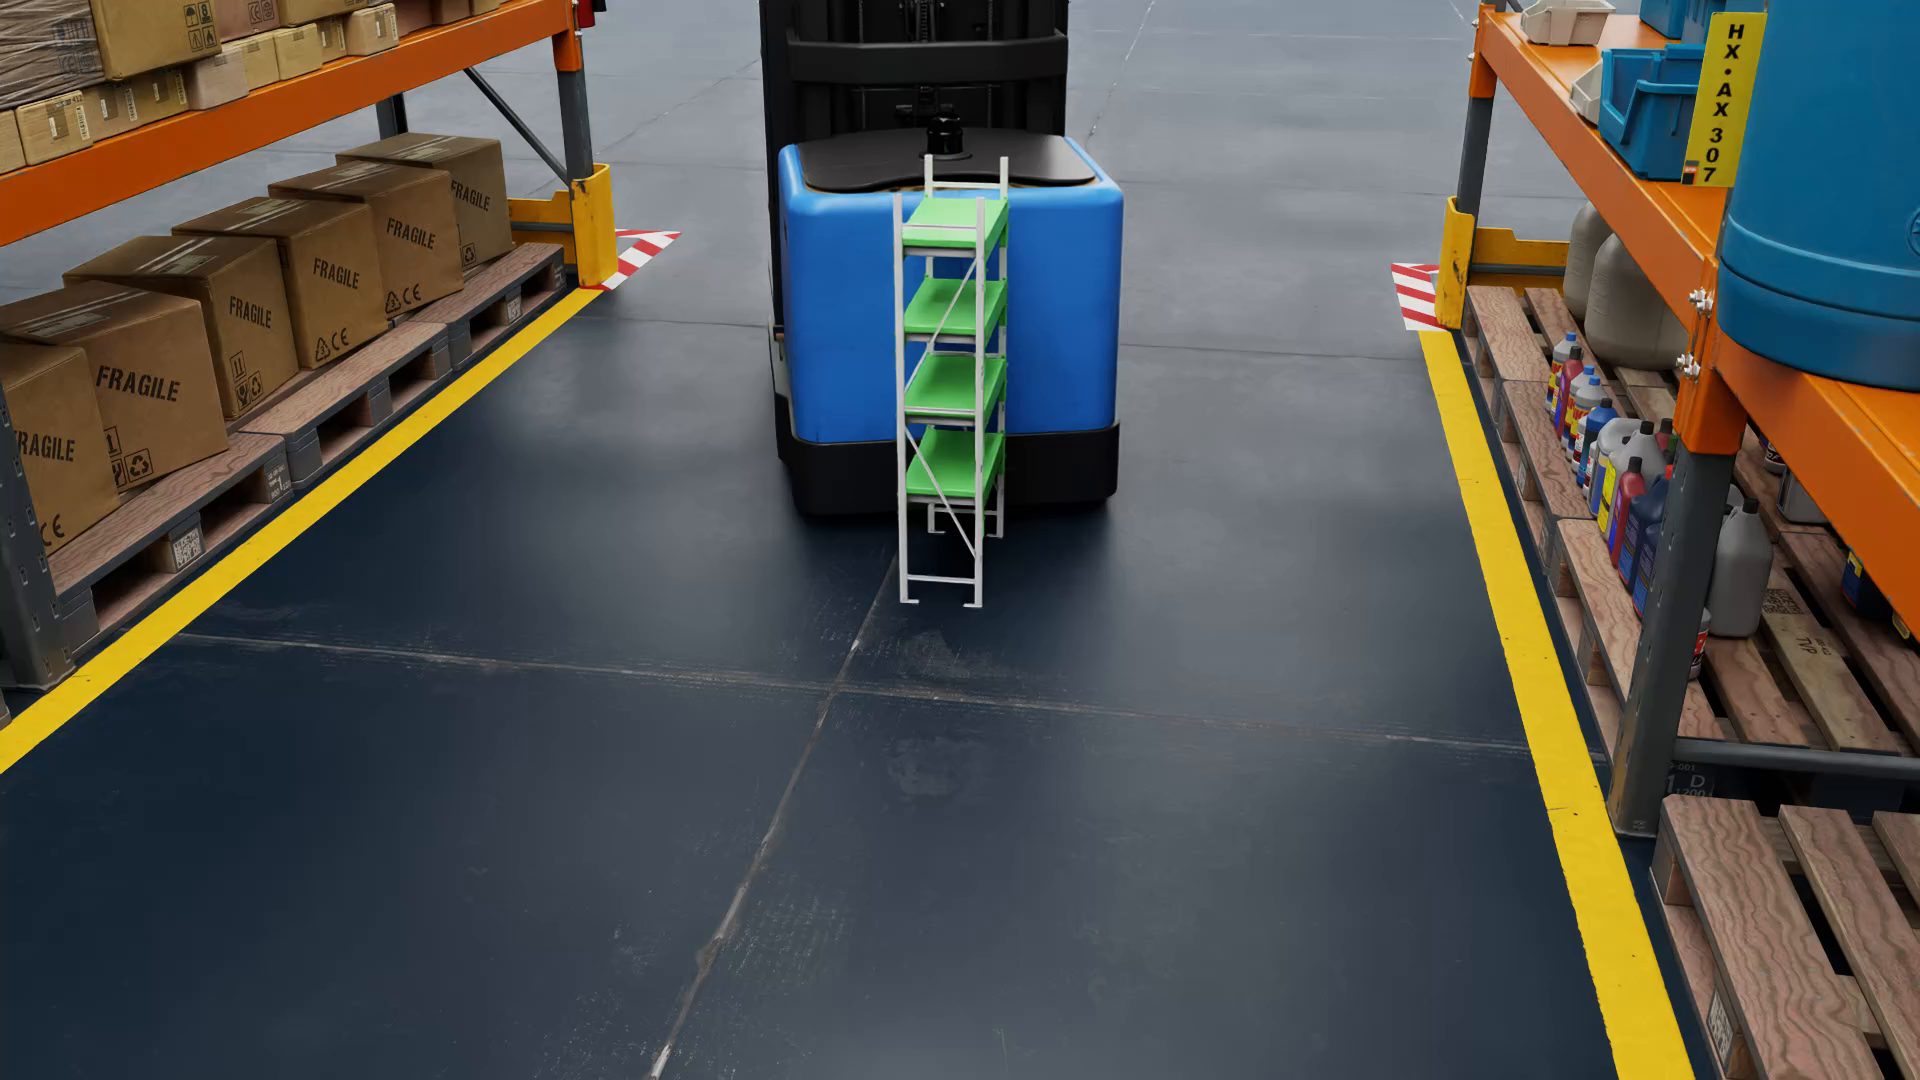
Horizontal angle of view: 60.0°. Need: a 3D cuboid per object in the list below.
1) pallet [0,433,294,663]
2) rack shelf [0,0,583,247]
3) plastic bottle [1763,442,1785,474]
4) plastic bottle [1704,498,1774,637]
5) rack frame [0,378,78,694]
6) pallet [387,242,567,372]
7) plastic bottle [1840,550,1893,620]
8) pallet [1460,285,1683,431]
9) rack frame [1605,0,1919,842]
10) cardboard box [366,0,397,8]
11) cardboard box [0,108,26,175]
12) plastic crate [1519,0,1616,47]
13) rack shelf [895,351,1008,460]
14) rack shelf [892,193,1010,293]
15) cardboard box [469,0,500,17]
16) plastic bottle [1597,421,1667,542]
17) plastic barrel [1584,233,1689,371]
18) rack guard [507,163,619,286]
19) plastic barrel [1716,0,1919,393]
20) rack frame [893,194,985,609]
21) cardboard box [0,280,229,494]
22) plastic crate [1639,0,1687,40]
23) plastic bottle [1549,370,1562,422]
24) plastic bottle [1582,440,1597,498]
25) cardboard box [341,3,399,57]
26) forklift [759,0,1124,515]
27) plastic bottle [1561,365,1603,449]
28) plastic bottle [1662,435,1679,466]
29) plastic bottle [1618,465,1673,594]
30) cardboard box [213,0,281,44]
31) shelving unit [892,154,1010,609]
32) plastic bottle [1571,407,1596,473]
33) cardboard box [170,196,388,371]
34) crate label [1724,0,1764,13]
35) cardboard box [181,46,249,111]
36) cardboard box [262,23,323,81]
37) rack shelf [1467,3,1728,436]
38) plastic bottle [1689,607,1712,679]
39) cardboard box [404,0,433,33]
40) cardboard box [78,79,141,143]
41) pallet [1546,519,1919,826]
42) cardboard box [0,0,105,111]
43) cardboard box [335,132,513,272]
[{"bbox_3d":[-2.812,-0.033,5.072,1.003,0.211,1.213,4,25,9],"label":"pallet"},{"bbox_3d":[-2.560,-1.523,5.815,1.077,0.370,4.000,4,25,9],"label":"rack shelf"},{"bbox_3d":[2.568,-0.315,5.167,0.097,0.201,0.097,0,25,0],"label":"plastic bottle"},{"bbox_3d":[1.962,0.052,4.207,0.144,0.351,0.185,4,25,9],"label":"plastic bottle"},{"bbox_3d":[-2.887,-1.013,3.875,1.000,3.000,0.127,4,25,9],"label":"rack frame"},{"bbox_3d":[-2.414,-1.054,7.252,1.003,0.211,1.213,4,25,9],"label":"pallet"},{"bbox_3d":[2.398,0.012,4.292,0.144,0.351,0.185,4,25,9],"label":"plastic bottle"},{"bbox_3d":[2.549,-0.705,6.507,1.003,0.211,1.213,4,25,9],"label":"pallet"},{"bbox_3d":[1.999,-0.670,3.142,1.000,3.000,0.127,4,25,9],"label":"rack frame"},{"bbox_3d":[-2.438,-2.214,5.973,0.875,0.500,0.500,4,25,9],"label":"cardboard box"},{"bbox_3d":[-2.555,-0.968,4.076,0.380,0.149,0.250,4,25,9],"label":"cardboard box"},{"bbox_3d":[2.189,-1.871,6.020,0.298,0.136,0.250,4,25,9],"label":"plastic crate"},{"bbox_3d":[-0.018,-0.399,4.837,0.258,0.148,0.480,4,25,8],"label":"rack shelf"},{"bbox_3d":[-0.018,-0.833,4.634,0.258,0.148,0.480,4,25,8],"label":"rack shelf"},{"bbox_3d":[-2.108,-2.226,6.763,0.380,0.149,0.250,4,25,9],"label":"cardboard box"},{"bbox_3d":[1.904,-0.174,4.689,0.144,0.351,0.185,4,25,8],"label":"plastic bottle"},{"bbox_3d":[2.539,-0.916,6.107,0.421,0.512,0.421,0,25,0],"label":"plastic barrel"},{"bbox_3d":[-2.246,-1.522,7.911,1.175,0.500,0.348,4,25,9],"label":"rack guard"},{"bbox_3d":[1.637,-0.756,2.736,0.600,0.901,0.708,4,25,9],"label":"plastic barrel"},{"bbox_3d":[-0.055,-0.354,4.592,0.240,1.200,0.015,4,25,8],"label":"rack frame"},{"bbox_3d":[-2.696,-0.475,5.181,0.500,0.500,0.500,13,28,25],"label":"cardboard box"},{"bbox_3d":[2.866,-2.045,6.256,0.499,0.251,0.616,4,25,9],"label":"plastic crate"},{"bbox_3d":[2.032,-0.494,5.550,0.097,0.201,0.097,0,25,0],"label":"plastic bottle"},{"bbox_3d":[1.927,-0.225,4.975,0.097,0.201,0.097,0,25,0],"label":"plastic bottle"},{"bbox_3d":[-2.218,-1.804,5.862,0.380,0.149,0.250,4,25,9],"label":"cardboard box"},{"bbox_3d":[-0.195,-2.001,6.067,1.130,2.935,3.031,-3,25,-7],"label":"forklift"},{"bbox_3d":[1.993,-0.426,5.321,0.097,0.271,0.097,0,25,0],"label":"plastic bottle"},{"bbox_3d":[2.009,-0.147,4.711,0.061,0.283,0.133,4,25,9],"label":"plastic bottle"},{"bbox_3d":[1.851,-0.039,4.400,0.144,0.351,0.185,3,25,6],"label":"plastic bottle"},{"bbox_3d":[-2.654,-1.799,5.087,0.875,0.500,0.500,4,25,9],"label":"cardboard box"},{"bbox_3d":[-0.018,-0.457,4.810,0.258,1.200,0.503,4,25,8],"label":"shelving unit"},{"bbox_3d":[1.961,-0.311,5.158,0.097,0.201,0.097,0,25,0],"label":"plastic bottle"},{"bbox_3d":[-2.537,-0.971,6.239,0.500,0.500,0.500,6,26,13],"label":"cardboard box"},{"bbox_3d":[2.619,-1.570,5.024,0.502,0.435,0.616,4,25,9],"label":"crate label"},{"bbox_3d":[-2.375,-1.385,4.967,0.380,0.149,0.250,4,25,9],"label":"cardboard box"},{"bbox_3d":[-2.323,-1.596,5.418,0.380,0.149,0.250,4,25,9],"label":"cardboard box"},{"bbox_3d":[2.326,-1.180,5.082,1.077,0.370,4.000,4,25,9],"label":"rack shelf"},{"bbox_3d":[1.751,0.225,4.012,0.097,0.201,0.097,0,25,0],"label":"plastic bottle"},{"bbox_3d":[-2.246,-2.021,6.325,0.380,0.149,0.250,4,25,9],"label":"cardboard box"},{"bbox_3d":[-2.488,-1.178,4.525,0.380,0.149,0.250,4,25,9],"label":"cardboard box"},{"bbox_3d":[2.150,0.315,4.327,1.003,0.211,1.213,4,25,9],"label":"pallet"},{"bbox_3d":[-2.753,-1.377,4.184,0.875,0.500,0.500,4,25,9],"label":"cardboard box"},{"bbox_3d":[-2.352,-1.484,7.335,0.500,0.500,0.500,9,27,18],"label":"cardboard box"}]
